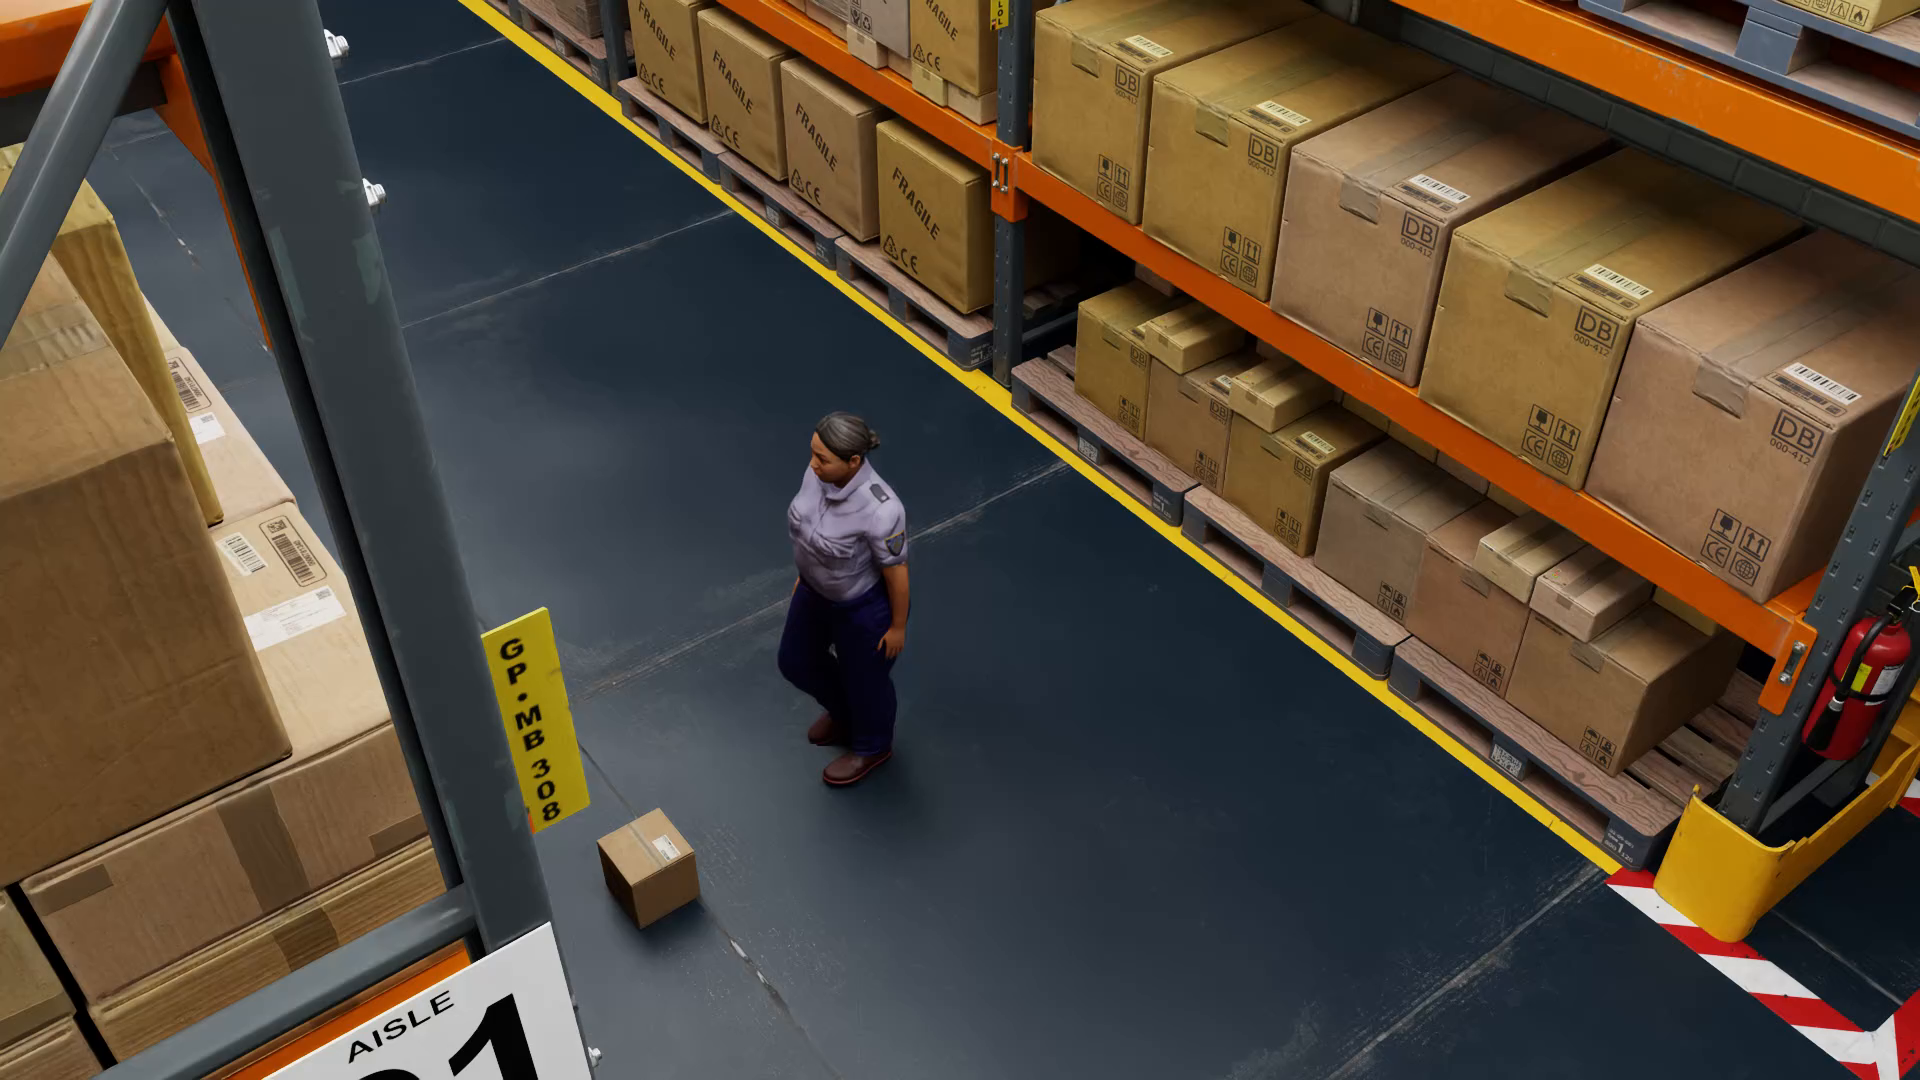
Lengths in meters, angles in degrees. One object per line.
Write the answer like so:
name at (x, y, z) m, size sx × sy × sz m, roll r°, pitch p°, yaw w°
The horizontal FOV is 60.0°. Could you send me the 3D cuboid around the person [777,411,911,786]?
person at (-0.408, 0.237, 5.897) m, size 0.398 × 1.674 × 0.495 m, roll -27°, pitch 47°, yaw -28°
